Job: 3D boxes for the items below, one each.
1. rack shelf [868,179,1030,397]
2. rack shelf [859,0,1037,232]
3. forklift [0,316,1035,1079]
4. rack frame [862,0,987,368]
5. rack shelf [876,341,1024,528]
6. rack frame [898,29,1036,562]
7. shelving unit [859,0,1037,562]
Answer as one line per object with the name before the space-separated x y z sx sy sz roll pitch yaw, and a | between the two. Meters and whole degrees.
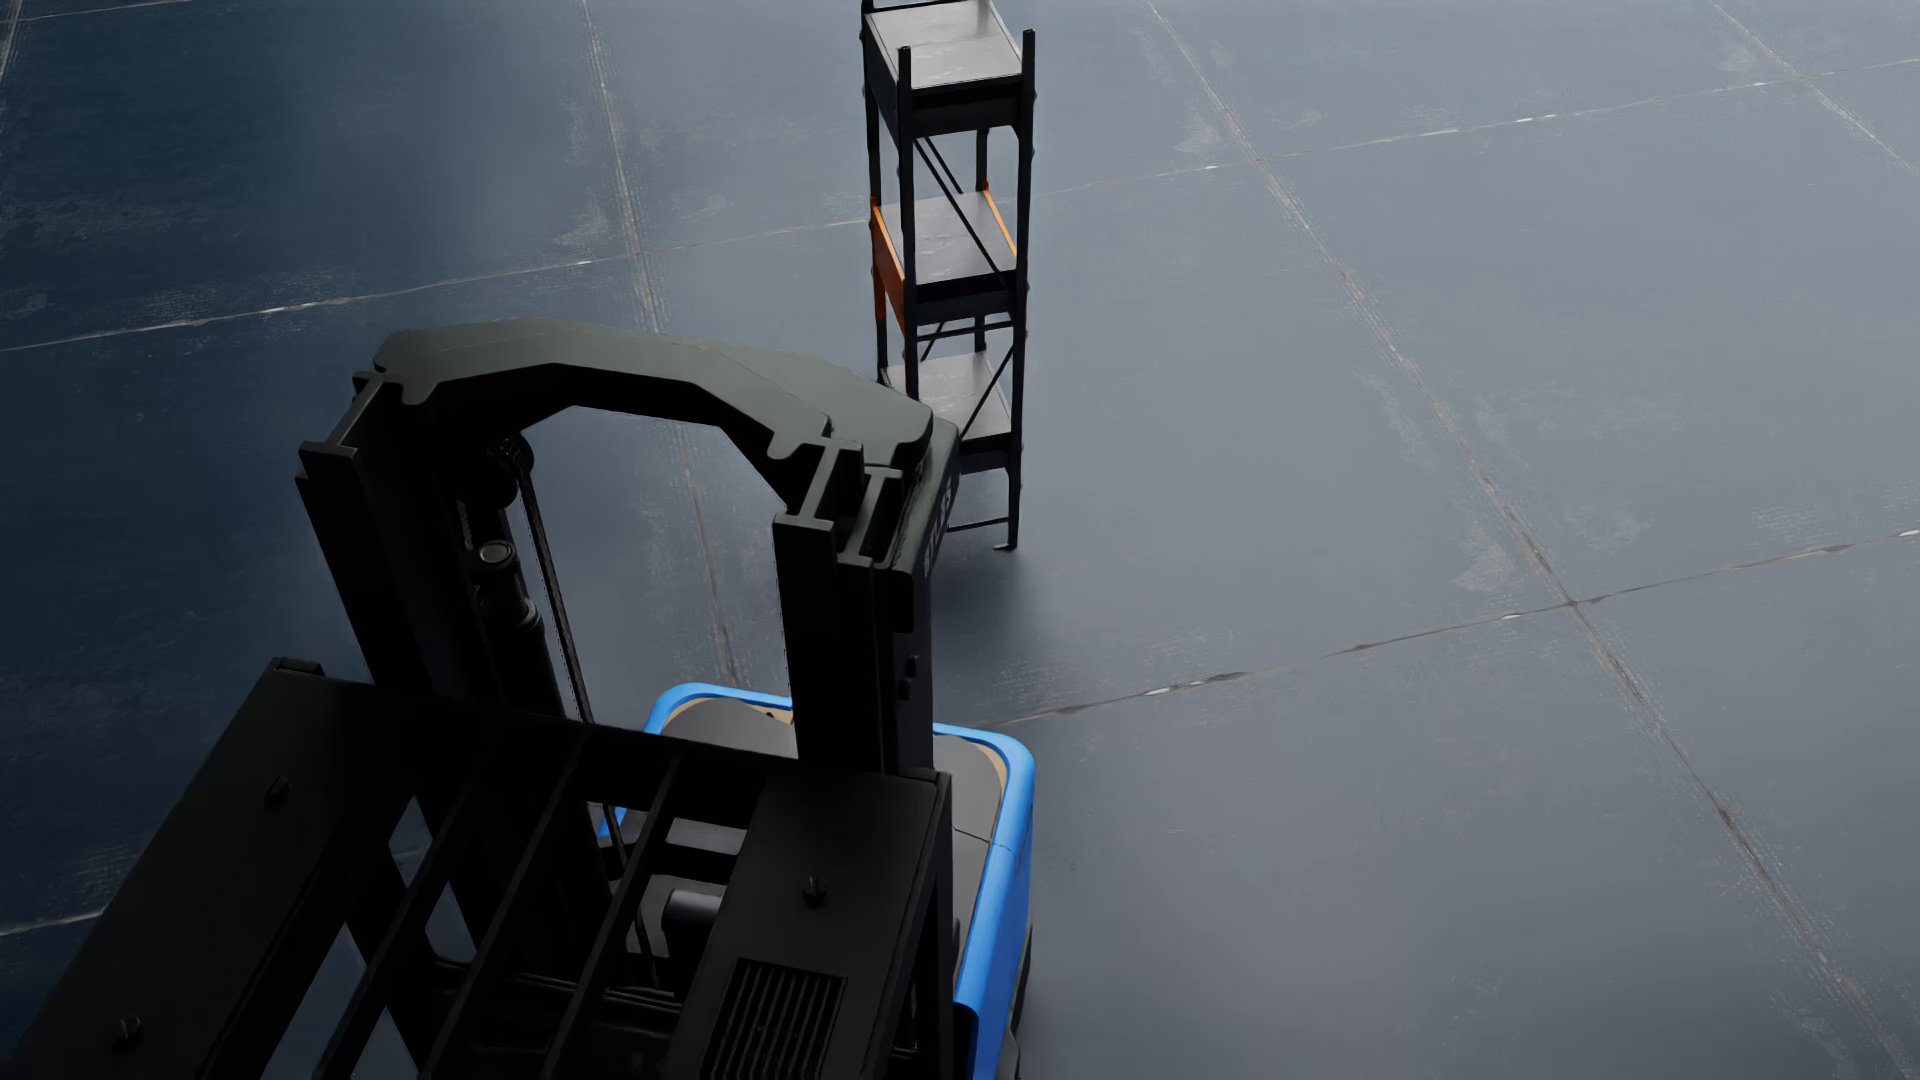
rack shelf | -0.042 -0.840 5.622 0.431 0.518 0.480 -11 47 -10
rack shelf | -0.042 -1.330 5.122 0.431 0.518 0.480 -11 47 -10
forklift | -0.605 1.192 3.030 1.130 2.935 3.031 9 46 8
rack frame | -0.105 -1.018 5.777 0.400 2.100 0.015 -11 47 -10
rack shelf | -0.042 -0.350 6.122 0.431 0.518 0.480 -11 47 -10
rack frame | 0.020 -0.681 5.447 0.400 2.100 0.015 -11 47 -10
shelving unit | -0.042 -0.849 5.612 0.431 2.100 0.503 -11 47 -10
